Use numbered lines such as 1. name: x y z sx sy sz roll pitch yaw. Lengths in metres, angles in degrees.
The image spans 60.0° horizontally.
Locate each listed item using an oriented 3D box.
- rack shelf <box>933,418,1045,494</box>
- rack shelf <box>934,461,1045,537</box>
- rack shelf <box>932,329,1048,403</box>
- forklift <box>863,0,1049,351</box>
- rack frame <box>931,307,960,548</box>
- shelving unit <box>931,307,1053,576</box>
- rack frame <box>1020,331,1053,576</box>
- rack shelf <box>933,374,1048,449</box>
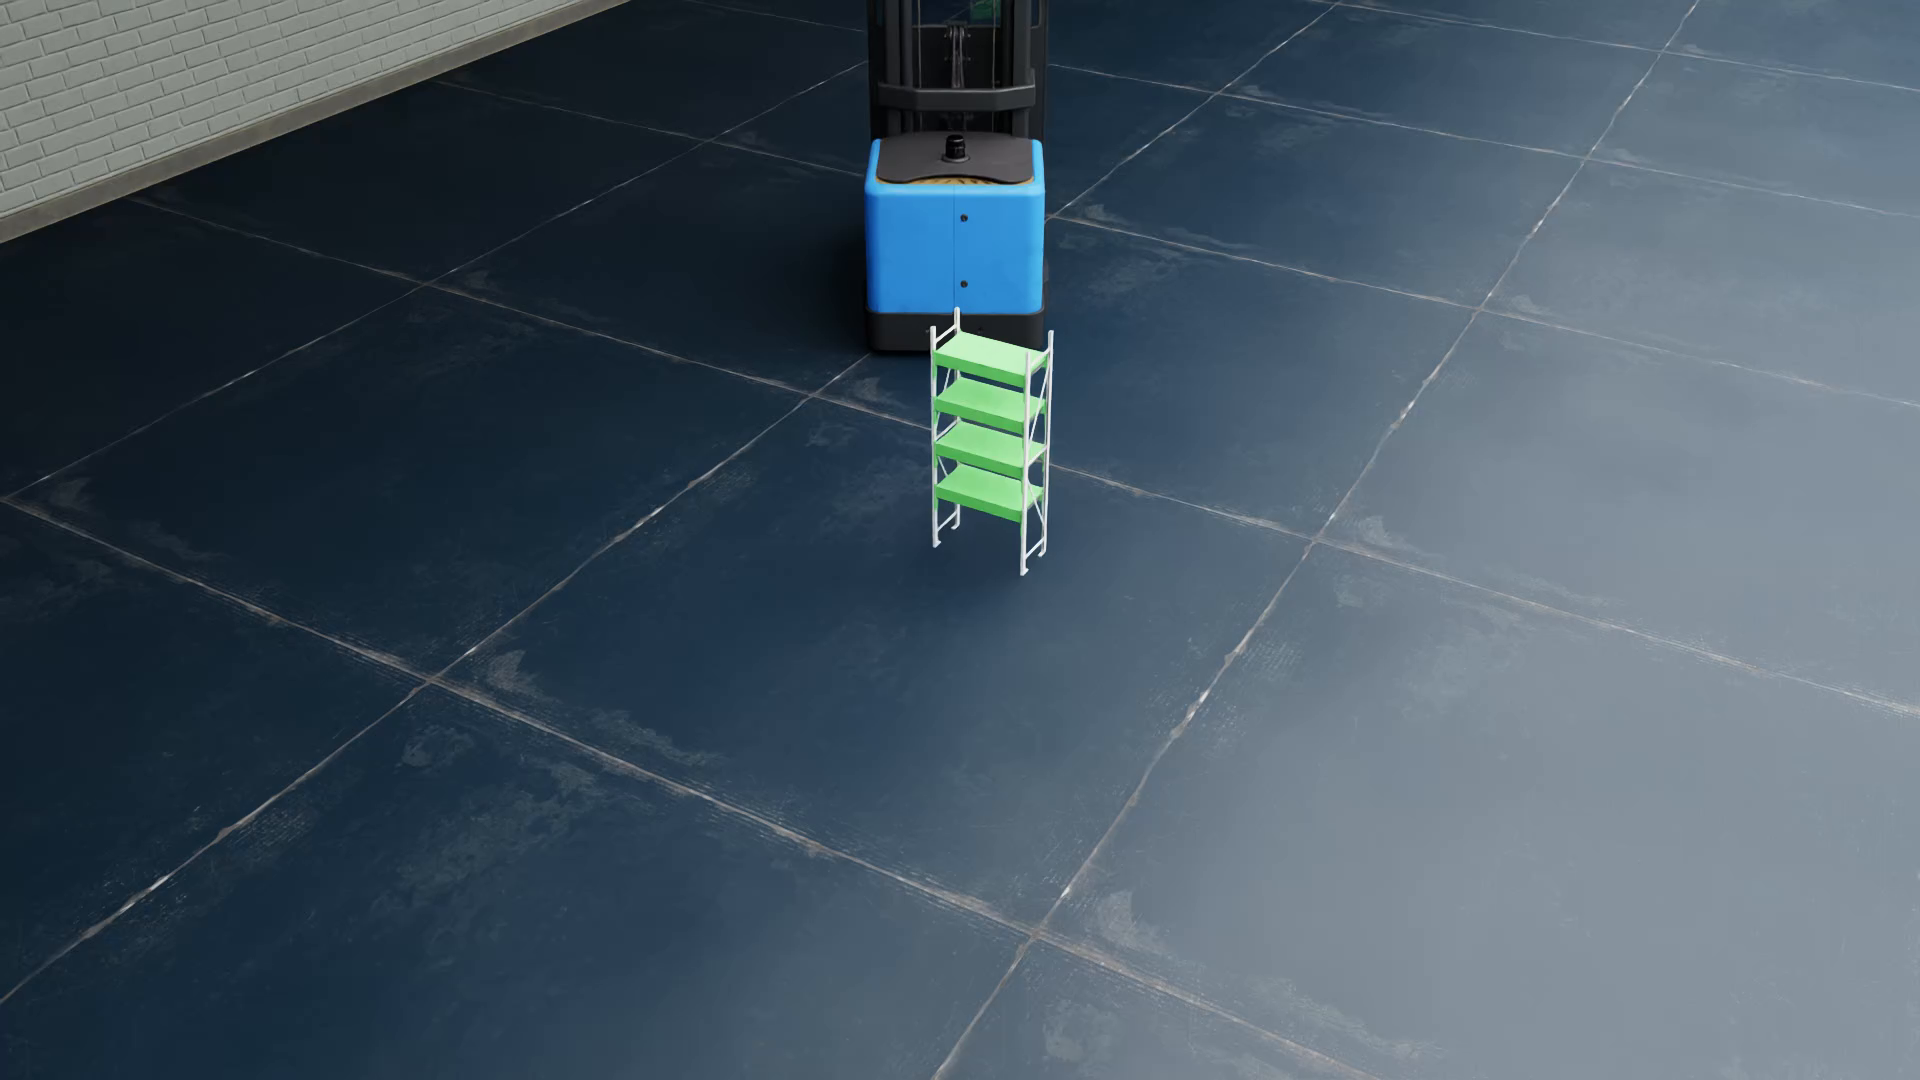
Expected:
1. rack shelf: 0.144 -0.401 7.884 0.480 0.148 0.258 18 37 24
2. rack shelf: 0.144 -0.201 8.018 0.480 0.148 0.258 18 37 24
3. rack shelf: 0.144 -0.800 7.618 0.480 0.148 0.258 18 37 24
4. forklift: -0.009 -3.112 10.279 1.130 2.935 3.031 1 34 1
5. rack frame: -0.068 -0.521 7.950 0.015 1.200 0.240 18 37 24
6. shelving unit: 0.144 -0.454 7.849 0.503 1.200 0.258 18 37 24
7. rack frame: 0.356 -0.387 7.748 0.015 1.200 0.240 18 37 24
8. rack shelf: 0.144 -0.600 7.751 0.480 0.148 0.258 18 37 24
